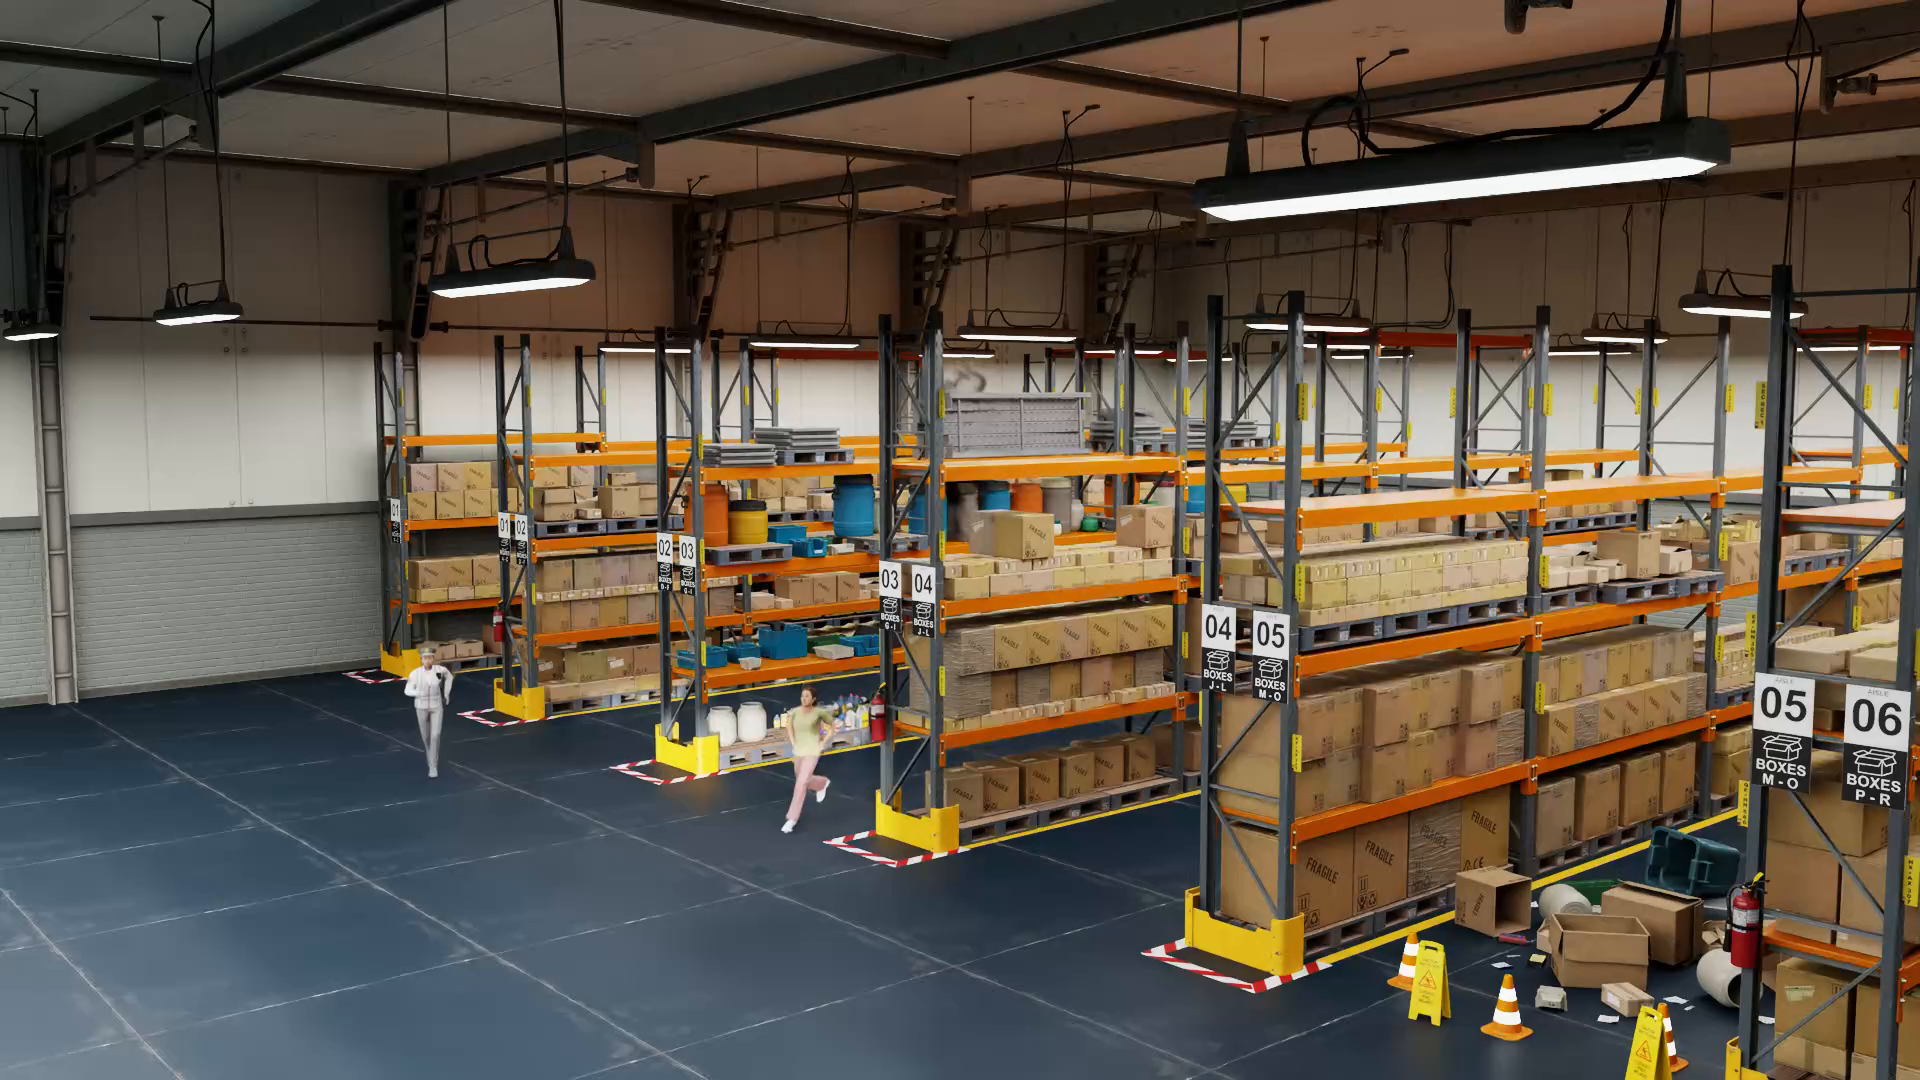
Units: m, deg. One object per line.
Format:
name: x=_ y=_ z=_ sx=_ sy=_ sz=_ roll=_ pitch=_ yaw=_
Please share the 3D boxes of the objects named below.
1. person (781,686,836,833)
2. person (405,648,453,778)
person: x=-1.809 y=2.553 z=19.780 sx=0.570 sy=1.659 sz=1.089 roll=3 pitch=6 yaw=27
person: x=-7.151 y=2.293 z=22.431 sx=0.615 sy=1.741 sz=0.876 roll=-1 pitch=5 yaw=-15
